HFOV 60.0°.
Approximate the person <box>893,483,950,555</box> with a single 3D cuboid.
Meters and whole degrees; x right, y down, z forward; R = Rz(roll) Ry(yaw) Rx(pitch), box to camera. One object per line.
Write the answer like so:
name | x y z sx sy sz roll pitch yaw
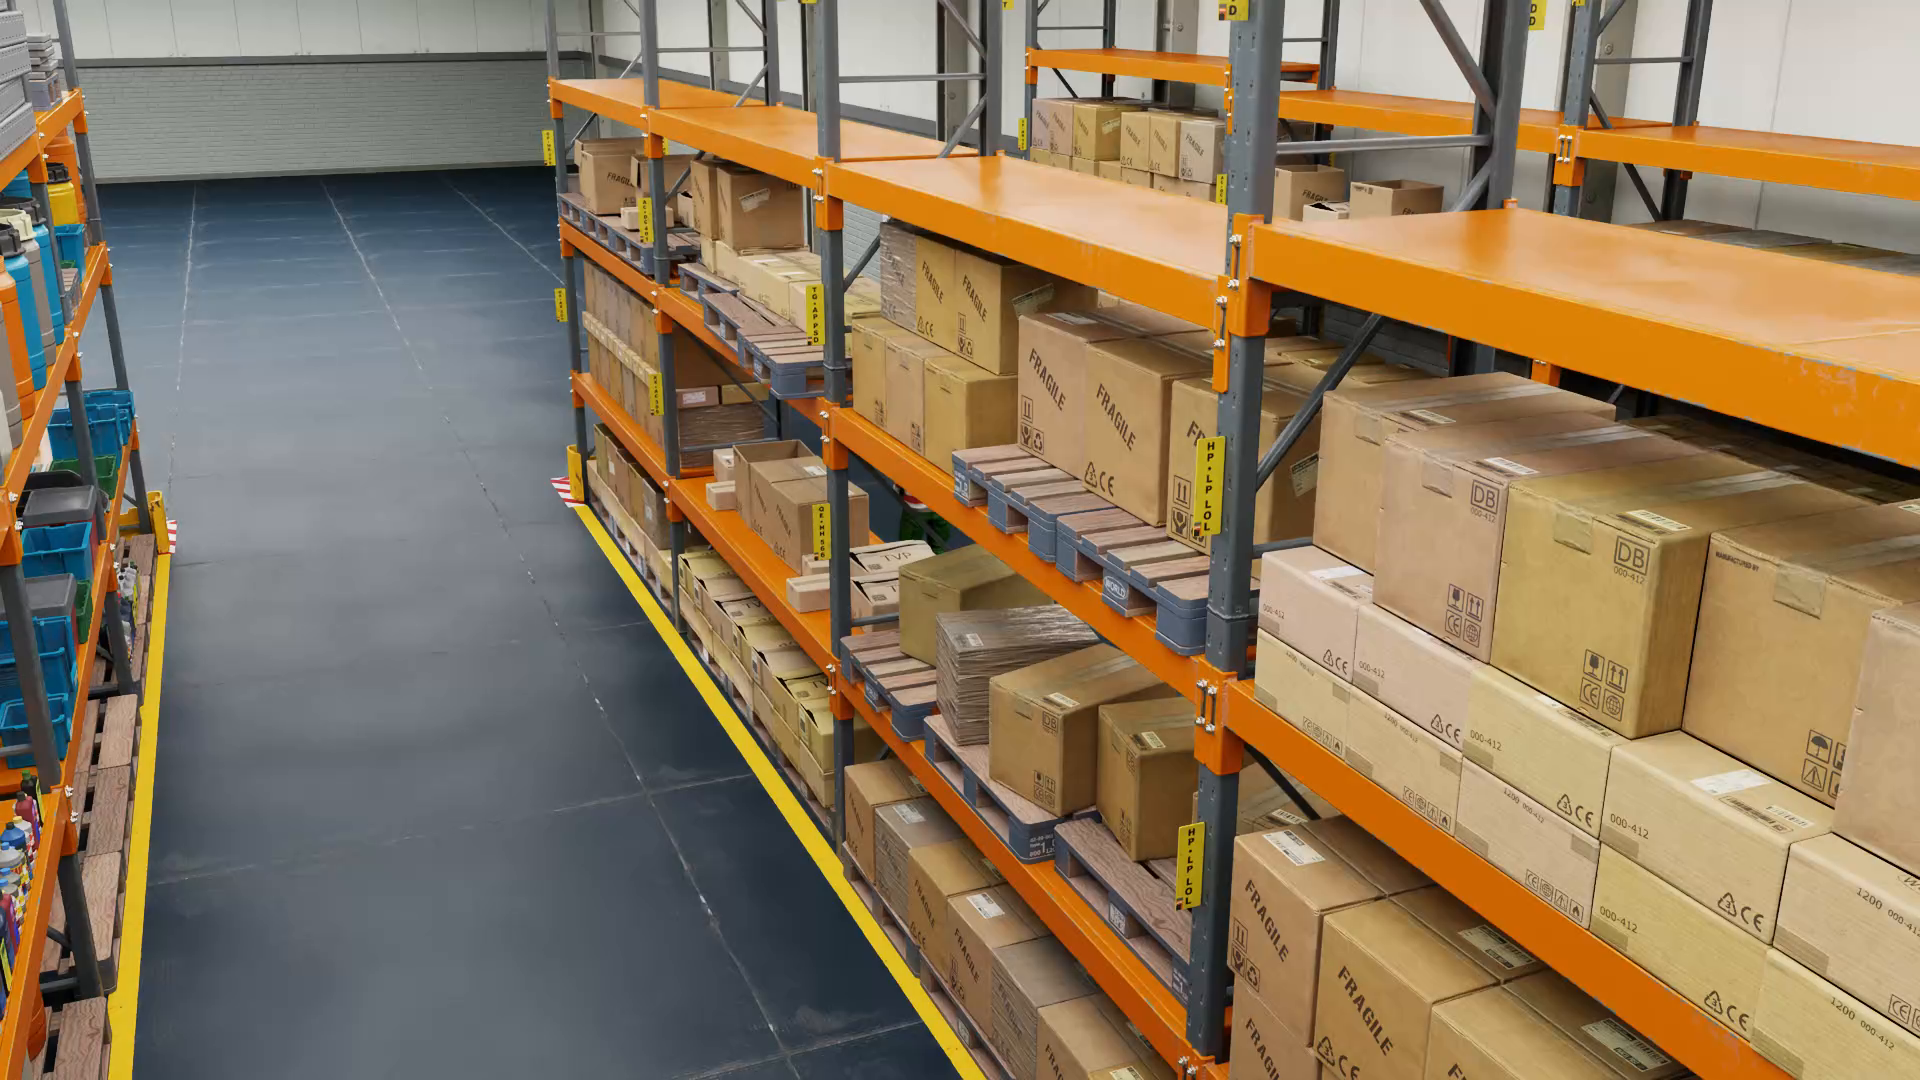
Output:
person | -0.328 -0.302 13.749 0.494 1.782 0.564 -8 20 -22
